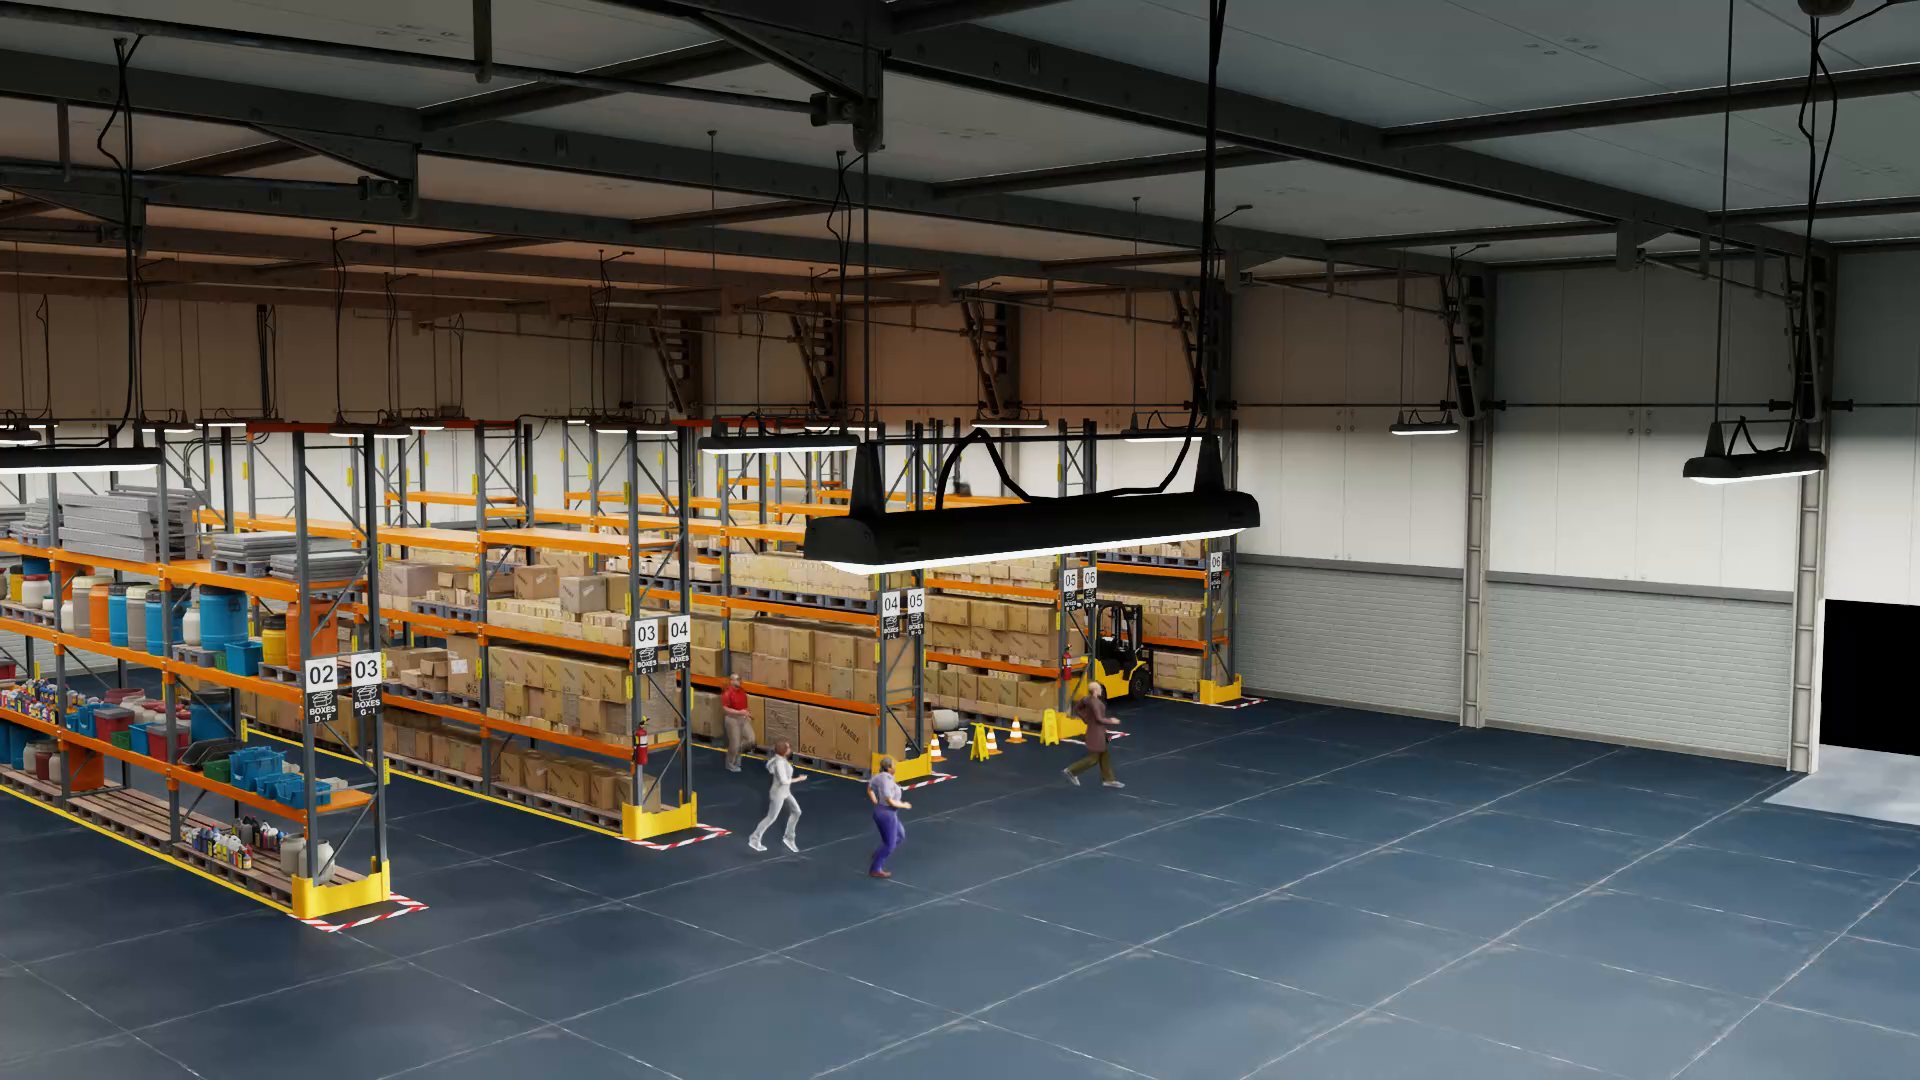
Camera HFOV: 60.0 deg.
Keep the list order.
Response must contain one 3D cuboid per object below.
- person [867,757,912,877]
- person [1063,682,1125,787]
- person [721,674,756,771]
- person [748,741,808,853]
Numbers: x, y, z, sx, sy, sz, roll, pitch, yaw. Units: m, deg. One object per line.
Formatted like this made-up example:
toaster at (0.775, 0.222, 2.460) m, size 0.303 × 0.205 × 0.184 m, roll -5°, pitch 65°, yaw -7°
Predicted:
person at (-0.946, 3.701, 22.281) m, size 0.571 × 1.610 × 0.599 m, roll -1°, pitch 5°, yaw -15°
person at (2.202, 3.204, 27.236) m, size 1.051 × 1.777 × 0.715 m, roll -1°, pitch 5°, yaw -9°
person at (-3.796, 3.143, 28.650) m, size 0.607 × 1.688 × 0.651 m, roll 3°, pitch 6°, yaw 35°
person at (-2.559, 3.620, 23.433) m, size 0.832 × 1.622 × 0.548 m, roll 0°, pitch 5°, yaw 0°
